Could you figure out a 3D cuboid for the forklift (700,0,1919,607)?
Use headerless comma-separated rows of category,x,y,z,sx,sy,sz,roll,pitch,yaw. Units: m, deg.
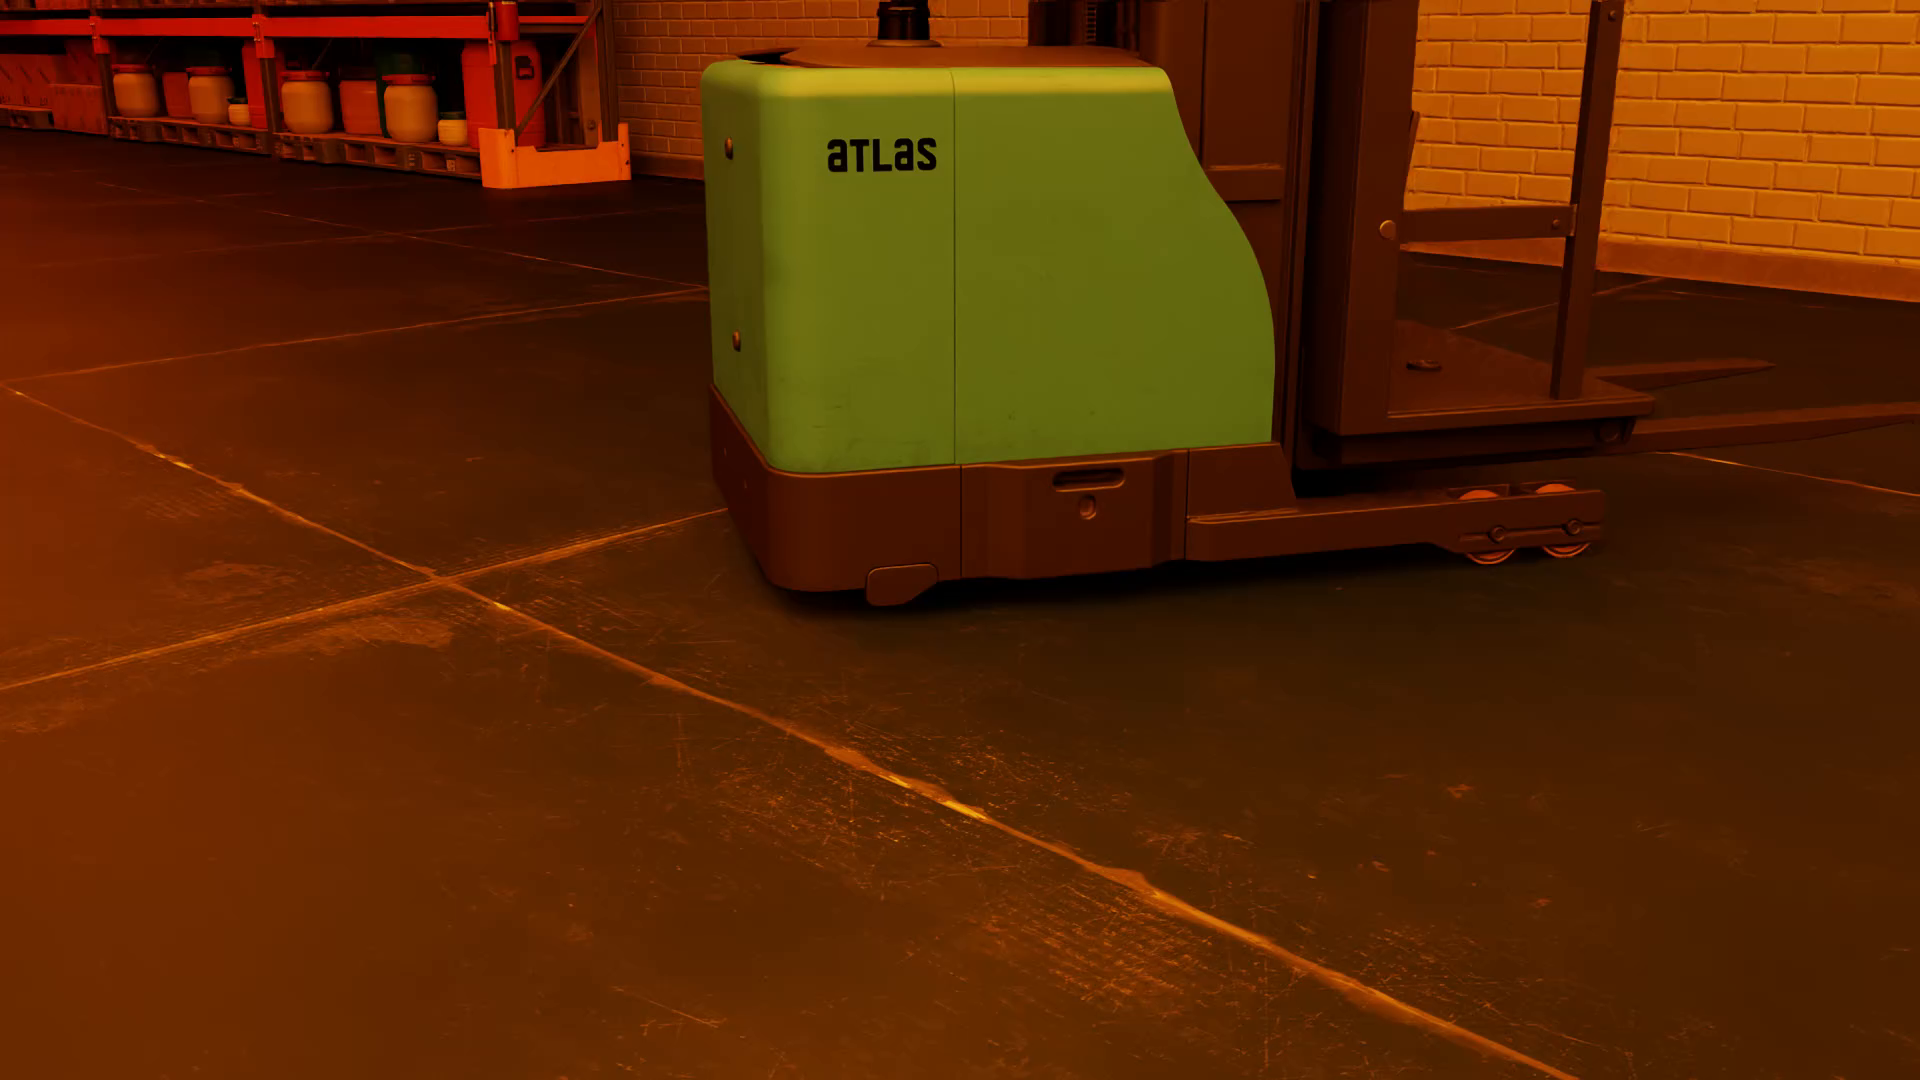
forklift,0.954,-1.489,3.751,3.031,2.935,1.130,-5,18,-15
